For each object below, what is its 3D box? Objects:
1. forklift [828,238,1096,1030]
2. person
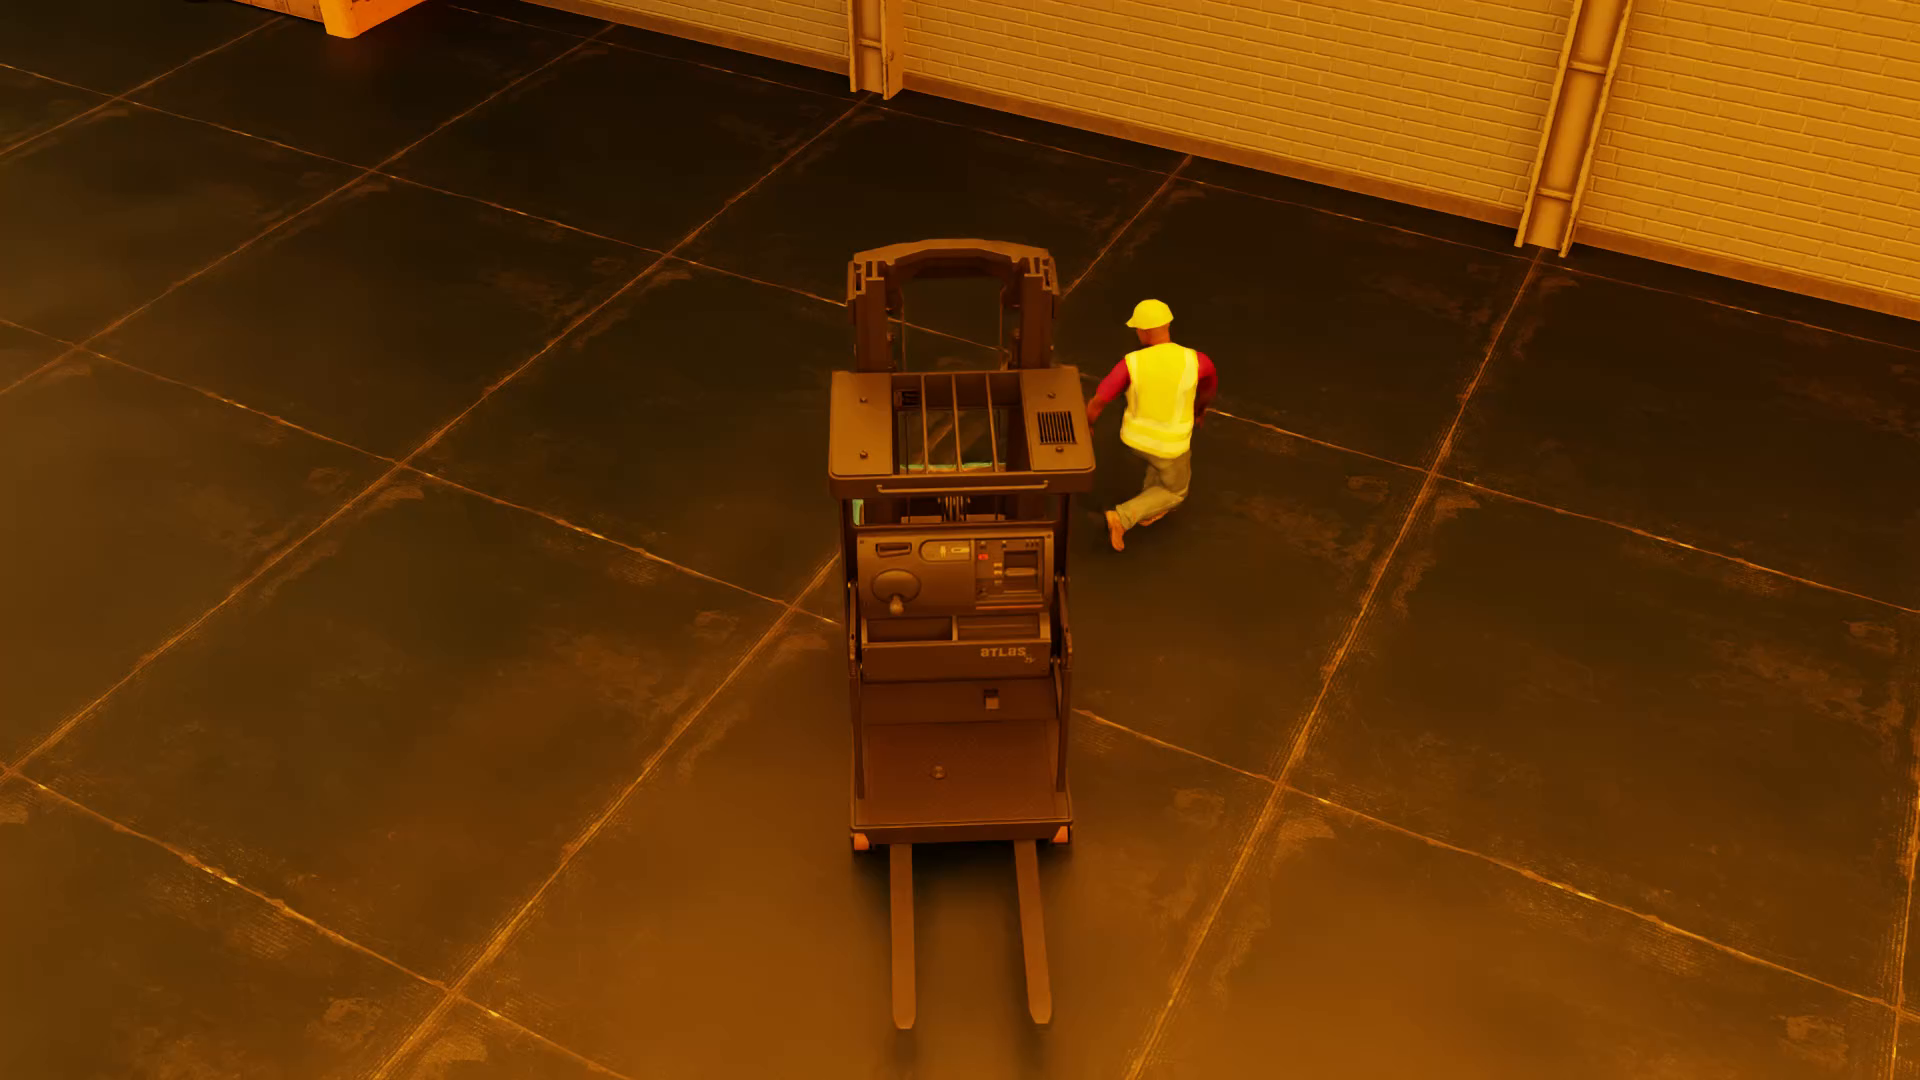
[{"bbox_3d":[-0.008,0.228,7.716,1.130,2.935,3.031,-2,40,-2],"label":"forklift"},{"bbox_3d":[1.101,-0.690,9.918,0.680,1.542,0.833,23,45,25],"label":"person"}]
